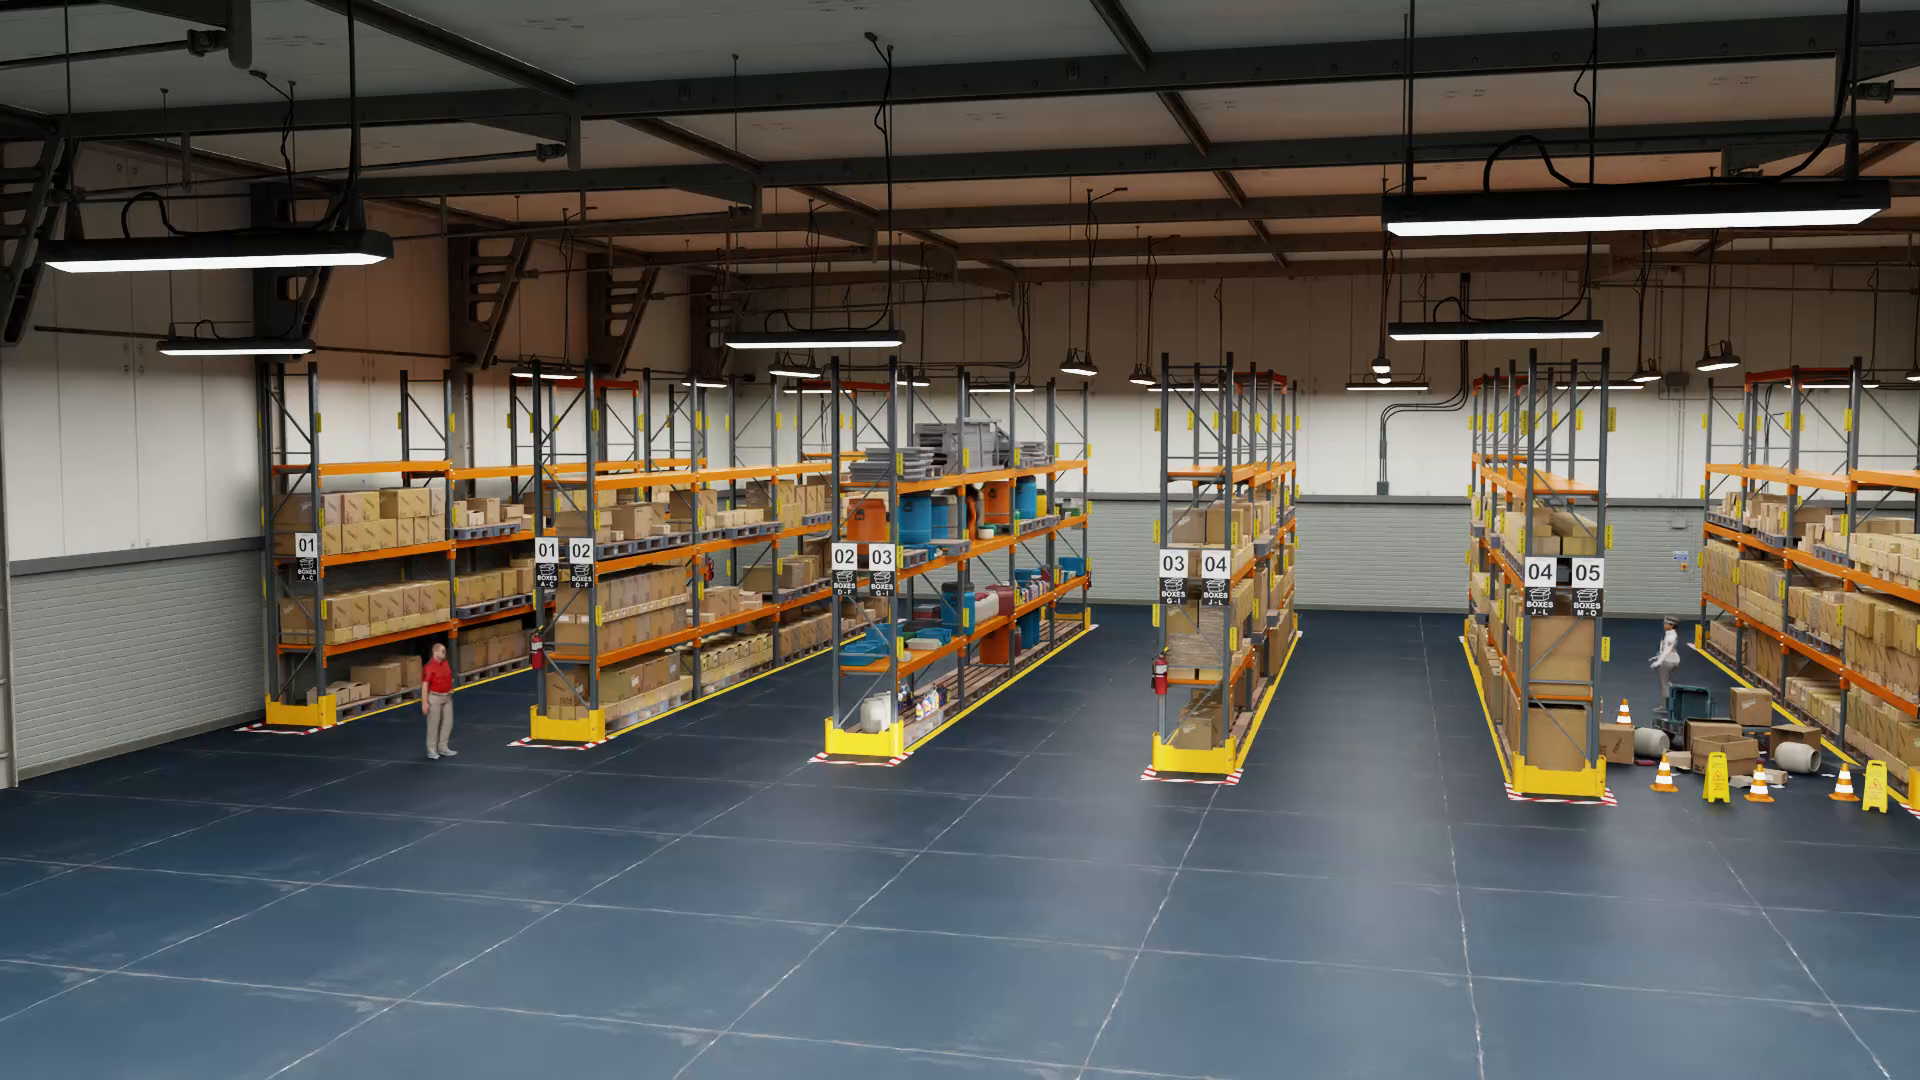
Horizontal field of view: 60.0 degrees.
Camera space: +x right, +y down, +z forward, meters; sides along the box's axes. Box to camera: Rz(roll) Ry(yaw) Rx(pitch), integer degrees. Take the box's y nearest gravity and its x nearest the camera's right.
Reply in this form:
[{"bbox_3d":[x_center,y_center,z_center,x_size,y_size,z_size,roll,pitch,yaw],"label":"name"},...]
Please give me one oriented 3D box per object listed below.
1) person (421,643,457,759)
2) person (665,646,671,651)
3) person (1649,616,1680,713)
[{"bbox_3d":[-7.814,2.396,24.861,0.385,1.726,0.674,2,4,23],"label":"person"},{"bbox_3d":[-6.049,1.863,33.431,0.647,1.667,0.527,-4,5,-41],"label":"person"},{"bbox_3d":[12.134,2.133,28.703,0.534,1.685,0.547,-3,5,-35],"label":"person"}]
